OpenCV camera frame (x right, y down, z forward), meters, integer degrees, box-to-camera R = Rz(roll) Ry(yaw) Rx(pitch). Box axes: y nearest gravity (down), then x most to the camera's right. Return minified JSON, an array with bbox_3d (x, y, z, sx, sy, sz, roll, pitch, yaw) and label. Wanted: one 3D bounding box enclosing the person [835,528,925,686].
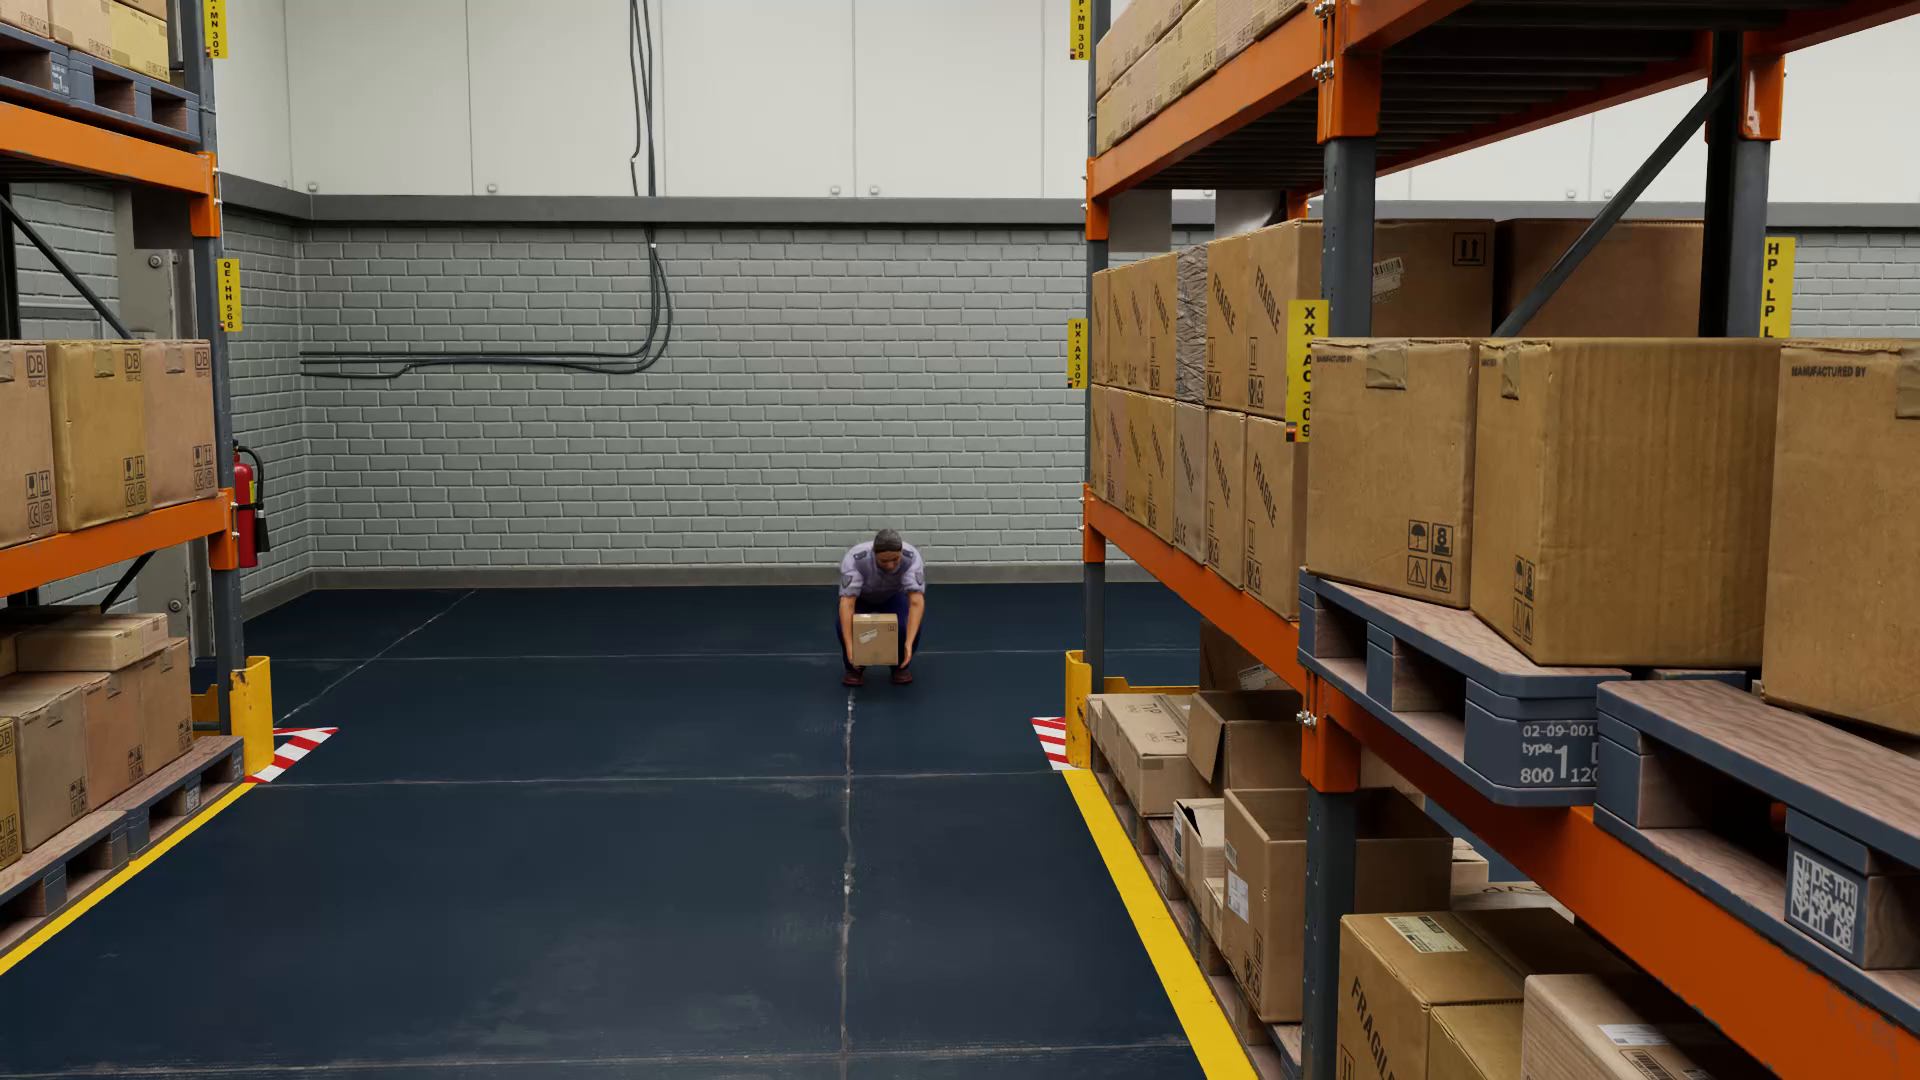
[{"bbox_3d":[-0.467,0.373,9.659,0.517,0.954,0.821,0,7,-4],"label":"person"}]
